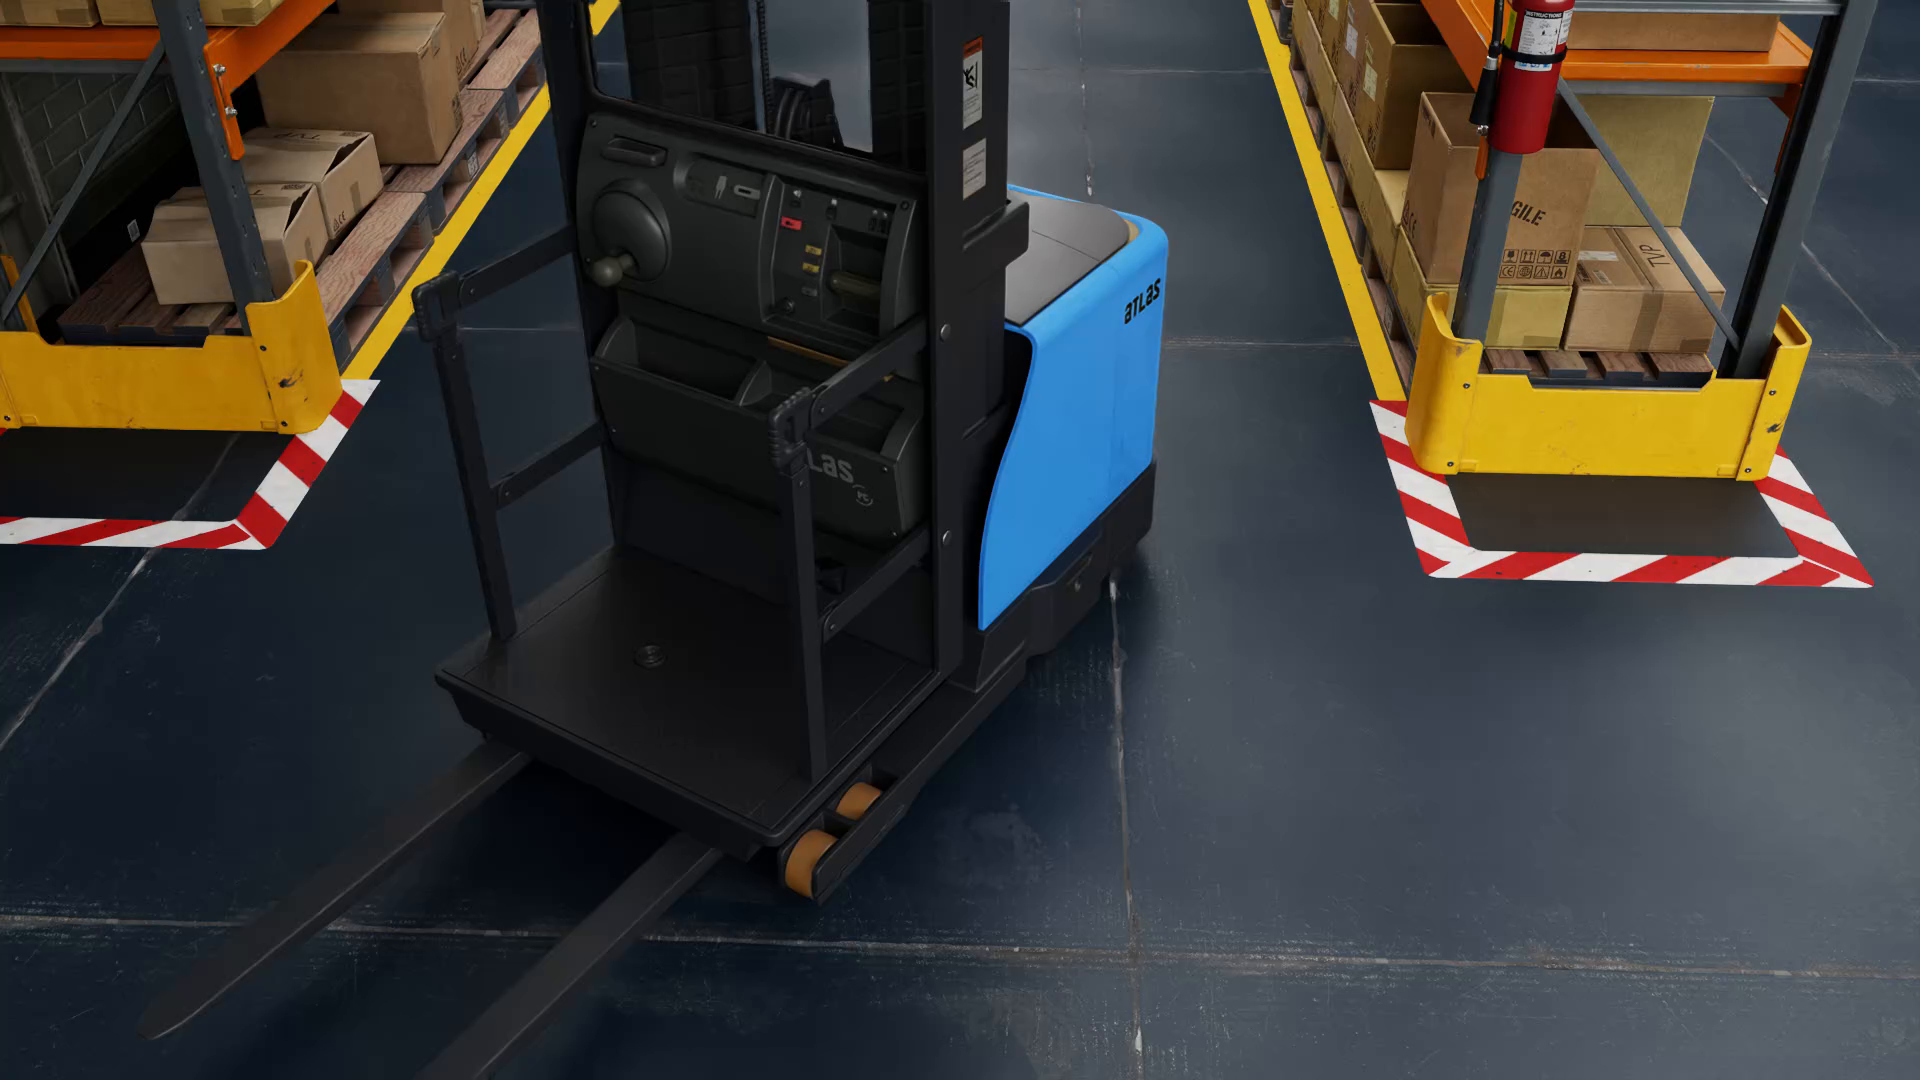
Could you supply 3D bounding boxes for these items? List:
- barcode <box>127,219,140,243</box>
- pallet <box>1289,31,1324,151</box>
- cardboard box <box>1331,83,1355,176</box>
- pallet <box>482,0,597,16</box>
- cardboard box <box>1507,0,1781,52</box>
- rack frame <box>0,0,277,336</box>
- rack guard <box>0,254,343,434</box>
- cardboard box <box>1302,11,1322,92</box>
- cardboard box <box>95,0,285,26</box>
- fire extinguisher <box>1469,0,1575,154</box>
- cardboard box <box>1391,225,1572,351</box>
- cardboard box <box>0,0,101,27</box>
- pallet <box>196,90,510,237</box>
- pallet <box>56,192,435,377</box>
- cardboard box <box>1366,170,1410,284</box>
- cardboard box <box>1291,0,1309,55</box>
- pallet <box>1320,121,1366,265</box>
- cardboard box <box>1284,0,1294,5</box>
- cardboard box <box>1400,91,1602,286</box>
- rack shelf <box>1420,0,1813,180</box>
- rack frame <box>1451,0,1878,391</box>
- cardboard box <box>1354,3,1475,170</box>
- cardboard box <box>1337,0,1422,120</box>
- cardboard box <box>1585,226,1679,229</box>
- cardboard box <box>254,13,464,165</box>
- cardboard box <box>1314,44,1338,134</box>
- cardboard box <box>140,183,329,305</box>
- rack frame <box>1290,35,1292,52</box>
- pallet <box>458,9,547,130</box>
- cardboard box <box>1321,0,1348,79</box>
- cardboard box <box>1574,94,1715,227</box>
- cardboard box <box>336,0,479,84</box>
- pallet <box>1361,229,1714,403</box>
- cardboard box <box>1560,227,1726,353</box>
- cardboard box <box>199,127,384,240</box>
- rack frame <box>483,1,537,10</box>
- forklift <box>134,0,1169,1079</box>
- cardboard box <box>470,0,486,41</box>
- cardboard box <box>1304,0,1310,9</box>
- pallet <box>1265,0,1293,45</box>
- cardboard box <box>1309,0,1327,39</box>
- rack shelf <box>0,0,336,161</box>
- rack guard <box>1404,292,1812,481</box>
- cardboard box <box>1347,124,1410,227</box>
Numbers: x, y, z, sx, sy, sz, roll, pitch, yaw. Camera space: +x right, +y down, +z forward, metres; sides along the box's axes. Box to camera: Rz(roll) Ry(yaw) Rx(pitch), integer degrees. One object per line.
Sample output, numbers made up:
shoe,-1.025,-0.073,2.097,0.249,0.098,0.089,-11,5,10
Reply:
barcode,-3.101,-1.161,6.241,0.001,0.075,0.075,1,35,2
pallet,2.217,-2.251,8.269,1.003,0.211,1.213,1,35,2
cardboard box,1.904,-1.774,7.191,0.500,0.250,0.500,1,35,2
pallet,-2.630,-3.267,9.714,1.003,0.211,1.213,1,35,2
cardboard box,2.161,-1.859,5.199,0.700,0.500,0.500,1,35,2
rack frame,-2.820,-1.662,5.006,1.000,3.000,0.127,1,35,2
rack guard,-2.817,-0.683,5.787,1.175,0.500,0.348,1,35,2
cardboard box,1.944,-2.348,8.008,0.500,0.250,0.500,1,35,2
cardboard box,-2.483,-1.882,5.432,0.500,0.250,0.500,0,35,1
fire extinguisher,1.661,-1.461,4.787,0.296,0.674,0.183,1,35,2
cardboard box,1.856,-0.911,5.964,0.500,0.250,0.500,1,35,2
cardboard box,-2.995,-1.882,5.432,0.500,0.250,0.500,2,35,3
pallet,-2.697,-1.730,7.528,1.003,0.211,1.213,1,35,2
pallet,-2.749,-1.031,6.533,1.003,0.211,1.213,1,35,2
cardboard box,1.864,-1.199,6.373,0.500,0.250,0.500,1,35,2
cardboard box,1.969,-2.635,8.417,0.500,0.250,0.500,1,35,2
pallet,2.170,-1.548,7.269,1.003,0.211,1.213,1,35,2
cardboard box,2.017,-3.140,9.135,0.500,0.250,0.500,1,35,1
cardboard box,1.854,-1.218,5.749,0.500,0.500,0.500,1,35,2
rack shelf,2.210,-2.404,6.688,1.077,0.370,4.000,1,35,2
rack frame,2.130,-1.550,4.846,1.000,3.000,0.127,1,35,2
cardboard box,1.879,-1.793,6.567,0.500,0.500,0.500,1,35,2
cardboard box,1.901,-2.080,6.975,0.500,0.500,0.500,1,35,2
cardboard box,2.390,-1.187,6.356,0.500,0.250,0.500,1,35,2
cardboard box,-2.600,-1.963,7.225,0.700,0.500,0.500,-1,35,-1
cardboard box,1.918,-2.061,7.600,0.500,0.250,0.500,1,35,2
cardboard box,-2.702,-1.137,6.215,0.500,0.311,0.500,-2,35,-3
rack frame,2.290,-3.848,8.116,1.000,3.000,0.127,1,35,2
pallet,-2.651,-2.433,8.528,1.003,0.211,1.213,1,35,2
cardboard box,1.919,-2.368,7.384,0.500,0.500,0.500,1,35,2
cardboard box,2.392,-1.494,6.140,0.500,0.500,0.500,1,35,2
cardboard box,-2.661,-2.520,8.019,0.500,0.500,0.500,-1,35,-2
pallet,2.119,-0.849,6.275,1.003,0.211,1.213,1,35,2
cardboard box,2.374,-0.899,5.947,0.500,0.250,0.500,1,35,2
cardboard box,-2.679,-1.465,6.681,0.500,0.311,0.500,4,35,6
rack frame,-2.659,-3.960,8.276,1.000,3.000,0.127,1,35,2
forklift,-0.614,-0.642,3.614,1.130,2.935,3.031,20,40,26
cardboard box,-2.651,-2.673,8.526,0.380,0.166,0.250,-3,35,-4
cardboard box,1.959,-2.942,8.202,0.500,0.500,0.500,1,35,2
pallet,2.281,-3.131,9.522,1.003,0.211,1.213,1,35,2
cardboard box,1.947,-2.655,7.793,0.500,0.500,0.500,1,35,2
rack shelf,-2.740,-2.517,6.848,1.077,0.370,4.000,1,35,2
rack guard,2.129,-0.513,5.545,1.175,0.500,0.348,1,35,2
cardboard box,1.882,-1.486,6.782,0.500,0.250,0.500,1,35,2
